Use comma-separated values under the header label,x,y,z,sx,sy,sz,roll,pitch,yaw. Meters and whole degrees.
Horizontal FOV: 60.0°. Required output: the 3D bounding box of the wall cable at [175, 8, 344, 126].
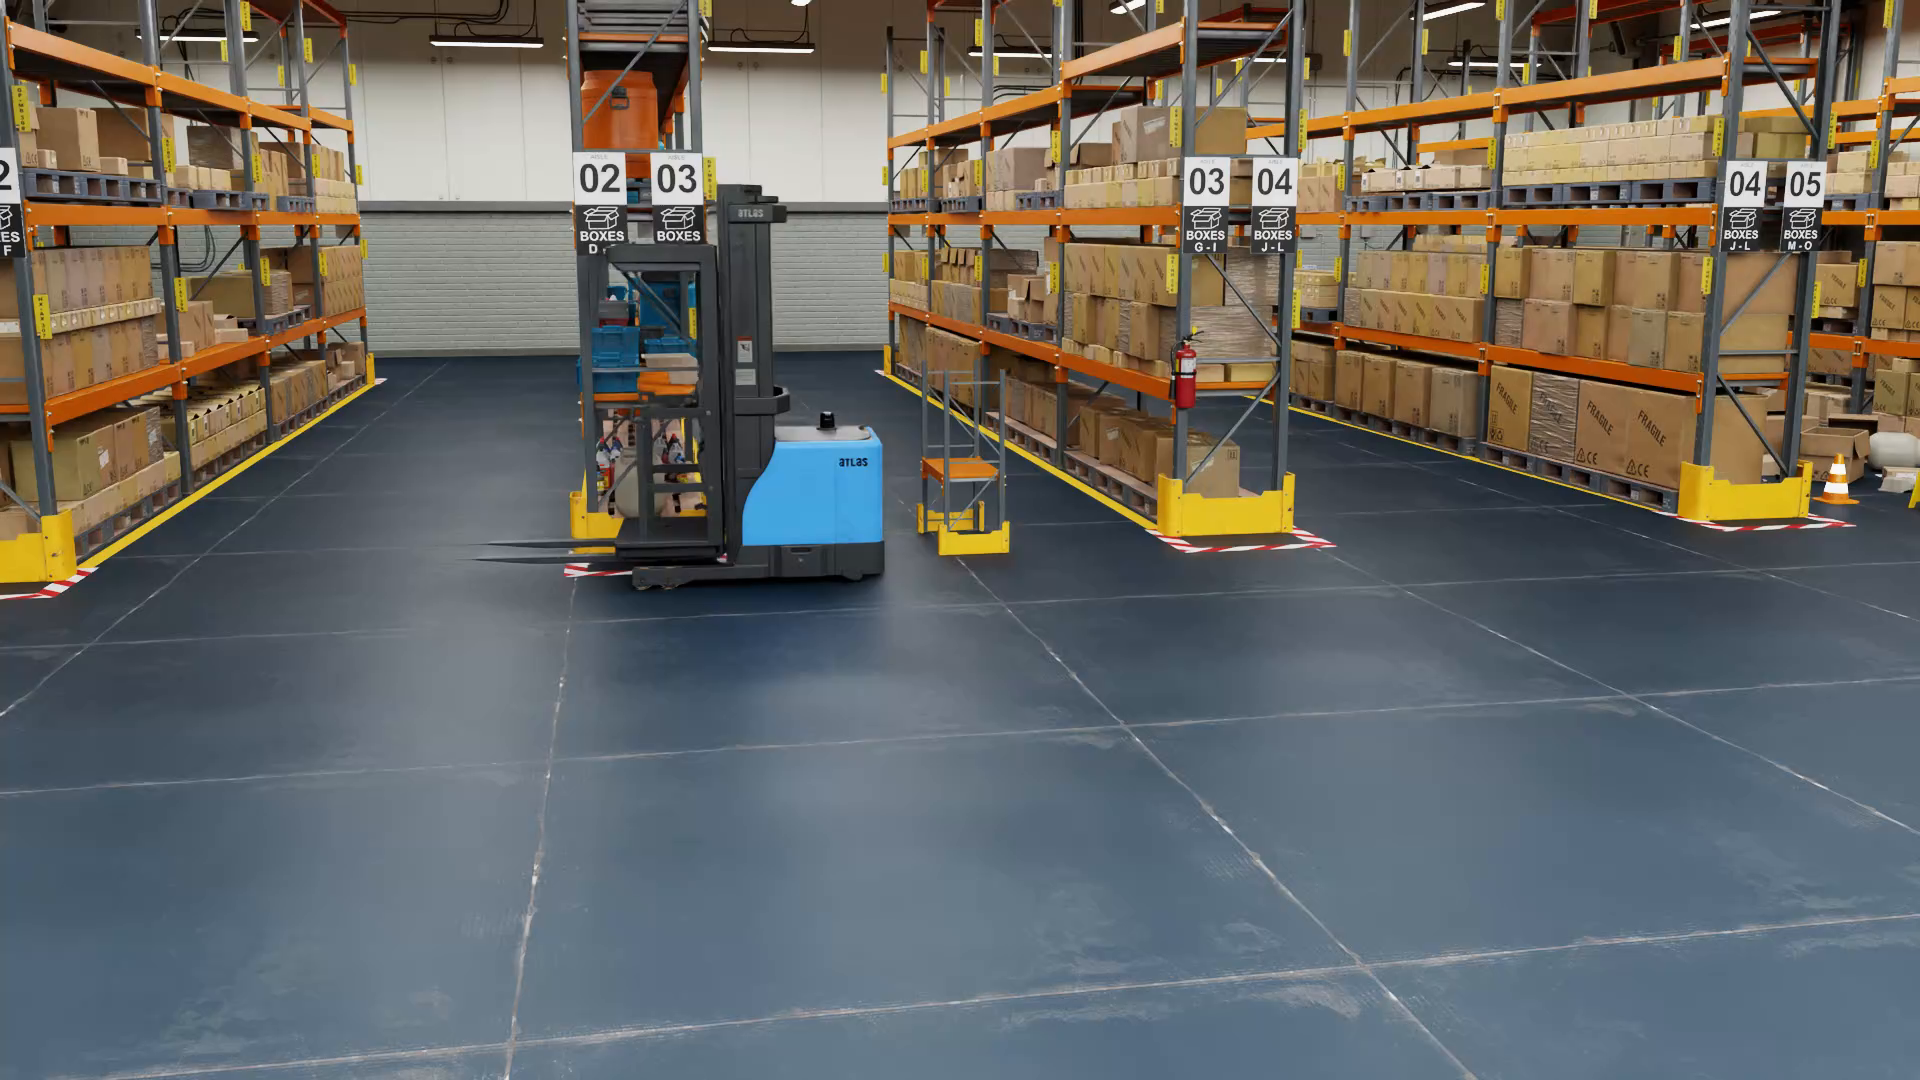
label,x,y,z,sx,sy,sz,roll,pitch,yaw
wall cable,-13.443,-8.984,32.130,3.097,2.526,0.112,-2,11,-11

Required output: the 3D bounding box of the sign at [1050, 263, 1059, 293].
label,x,y,z,sx,sy,sz,roll,pitch,yaw
sign,1.019,-2.820,17.895,0.100,0.325,0.005,-2,11,-11

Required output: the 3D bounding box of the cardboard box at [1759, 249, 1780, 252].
label,x,y,z,sx,sy,sz,roll,pitch,yaw
cardboard box,14.567,-5.005,30.069,0.500,0.500,0.500,-2,11,-13

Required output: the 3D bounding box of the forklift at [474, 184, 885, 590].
label,x,y,z,sx,sy,sz,roll,pitch,yaw
forklift,-2.125,-1.177,12.541,3.031,2.935,1.130,-1,11,-7

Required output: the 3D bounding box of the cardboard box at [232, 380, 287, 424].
label,x,y,z,sx,sy,sz,roll,pitch,yaw
cardboard box,-8.741,-1.728,20.764,0.500,0.500,0.500,-2,11,-9

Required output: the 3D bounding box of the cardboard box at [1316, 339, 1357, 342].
label,x,y,z,sx,sy,sz,roll,pitch,yaw
cardboard box,5.591,-2.834,24.621,0.500,0.250,0.500,-2,11,-11

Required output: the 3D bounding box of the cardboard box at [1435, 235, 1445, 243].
label,x,y,z,sx,sy,sz,roll,pitch,yaw
cardboard box,8.875,-5.472,30.250,0.380,0.149,0.250,-2,11,-13

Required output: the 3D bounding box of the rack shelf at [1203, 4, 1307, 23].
label,x,y,z,sx,sy,sz,roll,pitch,yaw
rack shelf,4.503,-8.495,27.795,1.077,0.370,4.000,-2,11,-11

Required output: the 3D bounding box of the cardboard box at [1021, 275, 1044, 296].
label,x,y,z,sx,sy,sz,roll,pitch,yaw
cardboard box,1.136,-3.065,20.887,0.700,0.500,0.500,0,11,-3

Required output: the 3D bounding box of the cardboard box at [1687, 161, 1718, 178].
label,x,y,z,sx,sy,sz,roll,pitch,yaw
cardboard box,6.829,-3.355,15.059,0.380,0.149,0.250,-2,11,-11

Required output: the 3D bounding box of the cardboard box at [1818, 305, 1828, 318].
label,x,y,z,sx,sy,sz,roll,pitch,yaw
cardboard box,10.879,-2.849,20.691,0.380,0.149,0.250,-2,11,-13

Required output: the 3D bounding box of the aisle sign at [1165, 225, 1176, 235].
label,x,y,z,sx,sy,sz,roll,pitch,yaw
aisle sign,3.806,-5.915,30.297,0.394,0.787,0.004,-2,11,-11

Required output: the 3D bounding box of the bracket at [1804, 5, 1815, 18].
label,x,y,z,sx,sy,sz,roll,pitch,yaw
bracket,14.916,-9.220,28.945,0.235,0.232,0.430,-2,11,-11

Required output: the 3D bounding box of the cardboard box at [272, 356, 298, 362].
label,x,y,z,sx,sy,sz,roll,pitch,yaw
cardboard box,-10.100,-2.462,24.620,0.500,0.500,0.500,-2,11,-11

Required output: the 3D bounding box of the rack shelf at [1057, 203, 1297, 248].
label,x,y,z,sx,sy,sz,roll,pitch,yaw
rack shelf,1.952,-3.026,15.973,1.077,0.370,4.000,-2,11,-11

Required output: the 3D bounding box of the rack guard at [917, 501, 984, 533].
label,x,y,z,sx,sy,sz,roll,pitch,yaw
rack guard,-0.082,-0.200,14.580,0.587,0.250,0.087,-2,11,-11

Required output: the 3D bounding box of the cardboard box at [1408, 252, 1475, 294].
label,x,y,z,sx,sy,sz,roll,pitch,yaw
cardboard box,6.049,-3.345,20.807,0.700,0.500,0.500,-2,11,-12

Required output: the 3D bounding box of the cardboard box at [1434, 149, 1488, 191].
label,x,y,z,sx,sy,sz,roll,pitch,yaw
cardboard box,6.283,-4.637,20.858,0.500,0.500,0.500,-2,11,-11

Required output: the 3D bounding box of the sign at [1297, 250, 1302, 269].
label,x,y,z,sx,sy,sz,roll,pitch,yaw
sign,5.436,-4.491,26.673,0.100,0.325,0.005,-2,11,-11

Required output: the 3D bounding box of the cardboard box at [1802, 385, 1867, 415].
label,x,y,z,sx,sy,sz,roll,pitch,yaw
cardboard box,11.036,-1.776,21.410,0.950,0.372,0.625,-1,11,-7

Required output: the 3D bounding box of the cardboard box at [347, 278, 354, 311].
label,x,y,z,sx,sy,sz,roll,pitch,yaw
cardboard box,-9.939,-3.904,26.417,0.500,0.500,0.500,-2,11,-11

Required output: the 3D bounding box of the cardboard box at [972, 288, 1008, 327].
label,x,y,z,sx,sy,sz,roll,pitch,yaw
cardboard box,0.446,-3.137,22.386,0.500,0.500,0.500,-2,11,-9

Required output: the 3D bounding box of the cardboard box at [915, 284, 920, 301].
label,x,y,z,sx,sy,sz,roll,pitch,yaw
cardboard box,-0.439,-3.978,26.682,0.500,0.250,0.500,-2,11,-9

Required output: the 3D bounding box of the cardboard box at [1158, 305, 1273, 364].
label,x,y,z,sx,sy,sz,roll,pitch,yaw
cardboard box,2.261,-1.836,14.757,0.875,0.500,0.500,-2,11,-11

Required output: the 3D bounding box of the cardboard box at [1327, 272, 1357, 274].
label,x,y,z,sx,sy,sz,roll,pitch,yaw
cardboard box,5.567,-3.827,24.240,0.380,0.149,0.250,-2,11,-8

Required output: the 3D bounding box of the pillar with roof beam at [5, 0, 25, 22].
label,x,y,z,sx,sy,sz,roll,pitch,yaw
pillar with roof beam,-12.498,-7.500,29.535,9.100,9.000,0.548,-2,11,-11

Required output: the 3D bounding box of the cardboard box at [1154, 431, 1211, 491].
label,x,y,z,sx,sy,sz,roll,pitch,yaw
cardboard box,2.086,-0.741,15.627,0.500,0.500,0.500,1,11,4

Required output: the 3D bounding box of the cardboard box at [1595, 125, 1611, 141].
label,x,y,z,sx,sy,sz,roll,pitch,yaw
cardboard box,6.531,-4.027,16.458,0.380,0.149,0.250,-2,11,-11

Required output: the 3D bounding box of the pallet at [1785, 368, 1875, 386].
label,x,y,z,sx,sy,sz,roll,pitch,yaw
pallet,14.791,-2.763,28.151,1.003,0.211,1.213,-2,11,-11

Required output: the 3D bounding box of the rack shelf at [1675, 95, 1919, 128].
label,x,y,z,sx,sy,sz,roll,pitch,yaw
rack shelf,10.895,-5.397,21.477,1.077,0.370,4.000,-2,11,-11

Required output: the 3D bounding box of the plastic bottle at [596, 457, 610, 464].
label,x,y,z,sx,sy,sz,roll,pitch,yaw
plastic bottle,-3.354,-0.630,15.594,0.152,0.276,0.135,-2,11,-13

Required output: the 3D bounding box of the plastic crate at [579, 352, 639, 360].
label,x,y,z,sx,sy,sz,roll,pitch,yaw
plastic crate,-3.029,-1.486,14.378,0.499,0.251,0.408,-2,11,-11

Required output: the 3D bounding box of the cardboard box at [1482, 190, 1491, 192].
label,x,y,z,sx,sy,sz,roll,pitch,yaw
cardboard box,9.434,-6.126,28.670,0.797,0.503,0.637,-1,11,-7

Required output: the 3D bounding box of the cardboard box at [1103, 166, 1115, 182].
label,x,y,z,sx,sy,sz,roll,pitch,yaw
cardboard box,1.615,-3.559,16.188,0.380,0.149,0.250,-2,11,-12

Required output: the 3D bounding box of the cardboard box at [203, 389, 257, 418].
label,x,y,z,sx,sy,sz,roll,pitch,yaw
cardboard box,-8.482,-1.595,19.286,0.500,0.311,0.500,-2,11,-12

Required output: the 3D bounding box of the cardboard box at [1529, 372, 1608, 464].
label,x,y,z,sx,sy,sz,roll,pitch,yaw
cardboard box,6.681,-1.314,17.635,0.875,0.875,0.875,-2,11,-11

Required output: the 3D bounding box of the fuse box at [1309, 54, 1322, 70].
label,x,y,z,sx,sy,sz,roll,pitch,yaw
fuse box,7.587,-10.372,36.064,0.513,0.334,0.176,-2,11,-11

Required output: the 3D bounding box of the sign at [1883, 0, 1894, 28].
label,x,y,z,sx,sy,sz,roll,pitch,yaw
sign,10.741,-6.095,19.232,0.100,0.325,0.005,-2,11,-11

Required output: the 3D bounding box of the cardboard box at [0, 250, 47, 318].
label,x,y,z,sx,sy,sz,roll,pitch,yaw
cardboard box,-7.465,-1.961,12.742,0.700,0.500,0.500,-2,11,-11

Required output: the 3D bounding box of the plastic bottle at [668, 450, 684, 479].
label,x,y,z,sx,sy,sz,roll,pitch,yaw
plastic bottle,-2.759,-0.738,16.161,0.152,0.276,0.135,-2,11,-10

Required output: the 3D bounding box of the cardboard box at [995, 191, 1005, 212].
label,x,y,z,sx,sy,sz,roll,pitch,yaw
cardboard box,0.726,-4.216,20.705,0.500,0.250,0.500,-2,11,-10

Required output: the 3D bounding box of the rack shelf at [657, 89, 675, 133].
label,x,y,z,sx,sy,sz,roll,pitch,yaw
rack shelf,-3.684,-4.856,18.638,1.077,0.370,4.000,-2,11,-11

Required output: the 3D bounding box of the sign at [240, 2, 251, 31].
label,x,y,z,sx,sy,sz,roll,pitch,yaw
sign,-8.389,-6.151,19.525,0.100,0.325,0.005,-2,11,-11

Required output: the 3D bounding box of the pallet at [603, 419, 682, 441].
label,x,y,z,sx,sy,sz,roll,pitch,yaw
pallet,-3.961,-1.313,20.528,1.003,0.211,1.213,-2,11,-11

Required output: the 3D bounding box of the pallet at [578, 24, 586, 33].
label,x,y,z,sx,sy,sz,roll,pitch,yaw
pallet,-2.867,-4.376,14.694,1.003,0.211,1.213,-2,11,-11

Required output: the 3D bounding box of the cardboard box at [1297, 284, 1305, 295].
label,x,y,z,sx,sy,sz,roll,pitch,yaw
cardboard box,5.020,-3.568,23.673,0.380,0.149,0.250,-2,11,-10

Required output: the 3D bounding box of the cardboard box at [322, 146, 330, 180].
label,x,y,z,sx,sy,sz,roll,pitch,yaw
cardboard box,-9.904,-5.670,25.000,0.700,0.500,0.500,-2,11,-11

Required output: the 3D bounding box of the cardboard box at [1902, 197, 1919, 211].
label,x,y,z,sx,sy,sz,roll,pitch,yaw
cardboard box,11.098,-3.867,19.139,0.380,0.149,0.250,-2,11,-11

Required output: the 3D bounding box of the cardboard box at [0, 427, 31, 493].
label,x,y,z,sx,sy,sz,roll,pitch,yaw
cardboard box,-7.982,-0.674,13.938,0.500,0.500,0.500,-2,11,-11

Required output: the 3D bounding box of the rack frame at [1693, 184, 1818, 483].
label,x,y,z,sx,sy,sz,roll,pitch,yaw
rack frame,7.226,-1.701,15.109,1.000,3.000,0.127,-2,11,-11

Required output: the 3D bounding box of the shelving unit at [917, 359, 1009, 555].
label,x,y,z,sx,sy,sz,roll,pitch,yaw
shelving unit,0.015,-0.723,13.983,0.587,1.500,1.083,-2,11,-11

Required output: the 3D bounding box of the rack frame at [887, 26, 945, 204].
label,x,y,z,sx,sy,sz,roll,pitch,yaw
rack frame,-0.771,-7.420,29.115,1.000,3.000,0.127,-2,11,-11

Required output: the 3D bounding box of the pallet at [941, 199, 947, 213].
label,x,y,z,sx,sy,sz,roll,pitch,yaw
pallet,0.234,-4.953,24.685,0.805,0.209,1.217,-3,11,-13

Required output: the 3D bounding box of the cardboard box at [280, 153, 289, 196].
label,x,y,z,sx,sy,sz,roll,pitch,yaw
cardboard box,-9.685,-5.063,23.095,0.600,0.600,0.600,-3,11,-16

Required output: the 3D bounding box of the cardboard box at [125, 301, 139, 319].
label,x,y,z,sx,sy,sz,roll,pitch,yaw
cardboard box,-7.740,-2.097,15.189,0.380,0.149,0.250,-2,11,-11

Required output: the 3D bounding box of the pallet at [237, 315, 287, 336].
label,x,y,z,sx,sy,sz,roll,pitch,yaw
pallet,-9.133,-2.674,20.736,1.213,0.211,1.003,-2,11,-11

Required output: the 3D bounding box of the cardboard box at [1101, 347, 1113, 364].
label,x,y,z,sx,sy,sz,roll,pitch,yaw
cardboard box,1.615,-1.824,16.429,0.380,0.149,0.250,-2,11,-11

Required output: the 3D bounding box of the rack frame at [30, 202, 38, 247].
label,x,y,z,sx,sy,sz,roll,pitch,yaw
rack frame,-15.347,-3.933,26.837,1.000,3.000,0.127,-2,11,-11

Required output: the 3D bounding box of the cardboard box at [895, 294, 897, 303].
label,x,y,z,sx,sy,sz,roll,pitch,yaw
cardboard box,-0.924,-4.179,28.801,0.380,0.149,0.250,-2,11,-12
